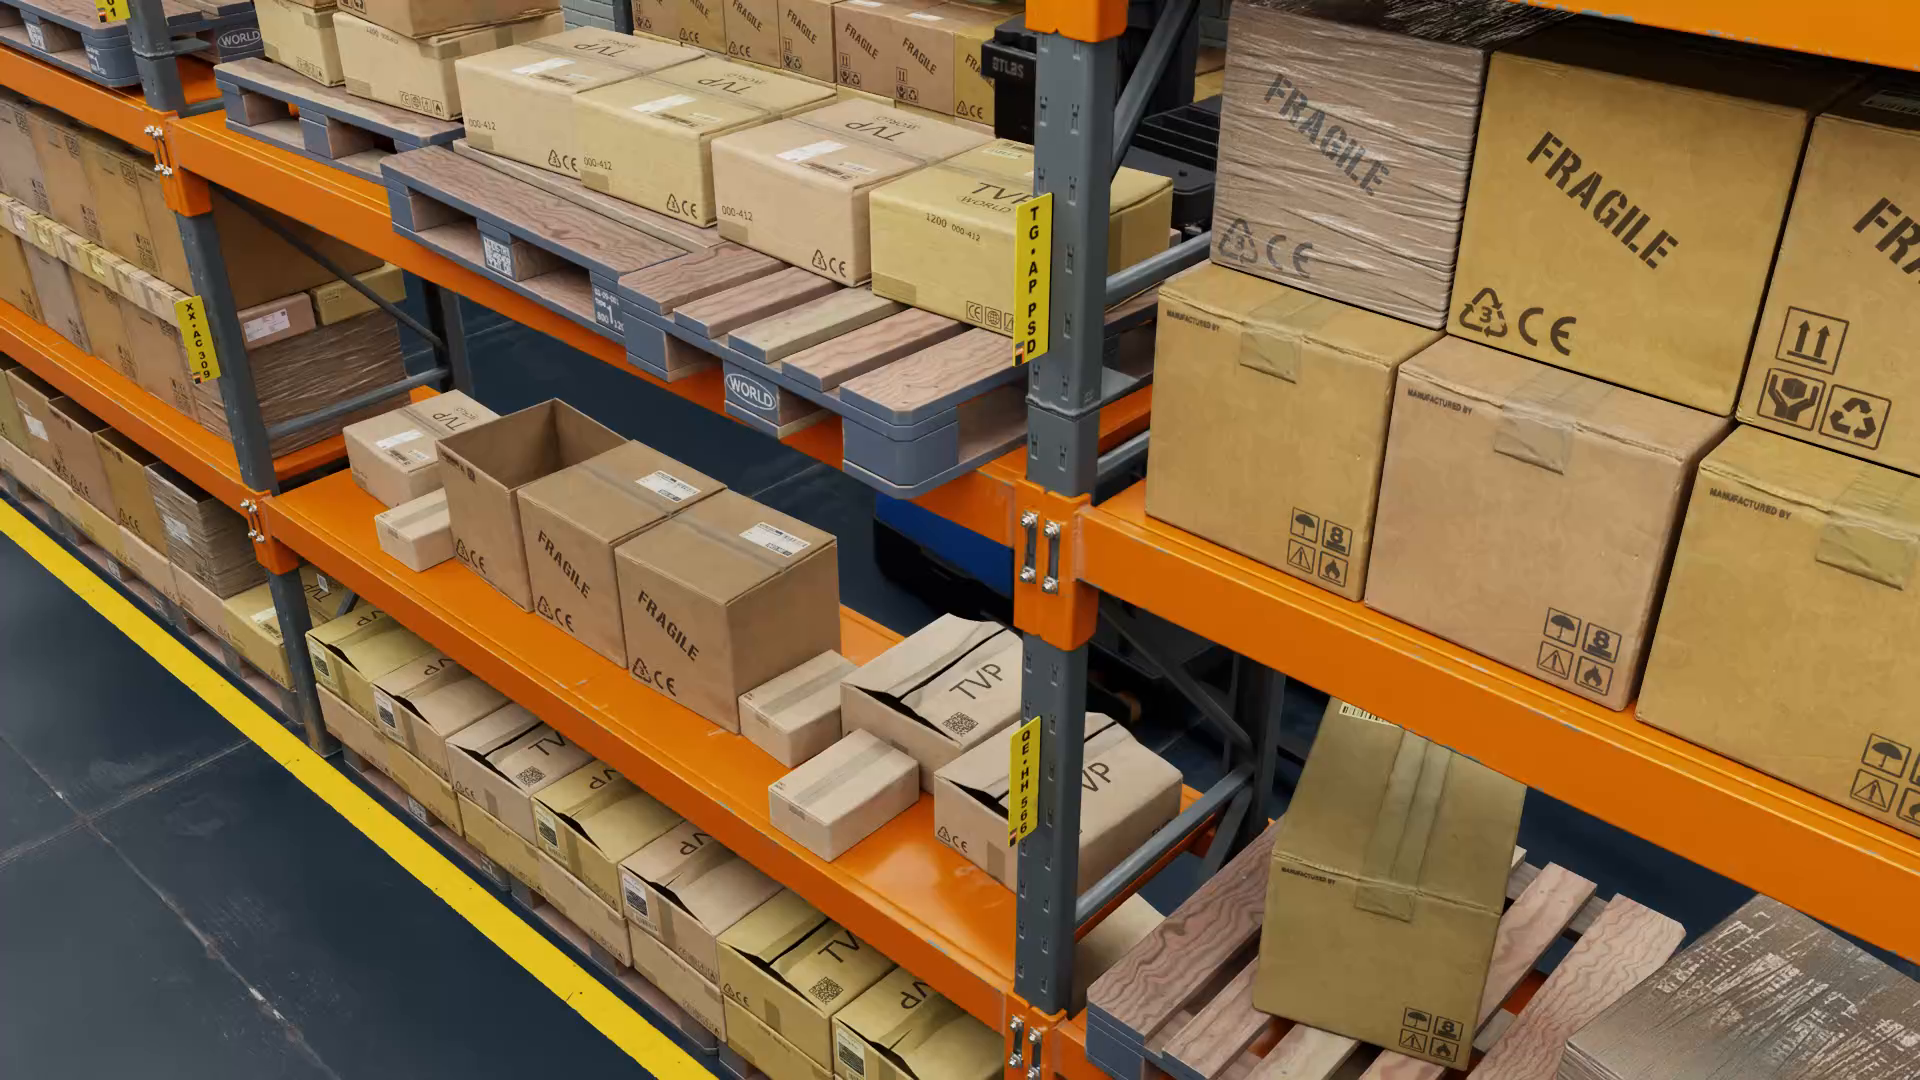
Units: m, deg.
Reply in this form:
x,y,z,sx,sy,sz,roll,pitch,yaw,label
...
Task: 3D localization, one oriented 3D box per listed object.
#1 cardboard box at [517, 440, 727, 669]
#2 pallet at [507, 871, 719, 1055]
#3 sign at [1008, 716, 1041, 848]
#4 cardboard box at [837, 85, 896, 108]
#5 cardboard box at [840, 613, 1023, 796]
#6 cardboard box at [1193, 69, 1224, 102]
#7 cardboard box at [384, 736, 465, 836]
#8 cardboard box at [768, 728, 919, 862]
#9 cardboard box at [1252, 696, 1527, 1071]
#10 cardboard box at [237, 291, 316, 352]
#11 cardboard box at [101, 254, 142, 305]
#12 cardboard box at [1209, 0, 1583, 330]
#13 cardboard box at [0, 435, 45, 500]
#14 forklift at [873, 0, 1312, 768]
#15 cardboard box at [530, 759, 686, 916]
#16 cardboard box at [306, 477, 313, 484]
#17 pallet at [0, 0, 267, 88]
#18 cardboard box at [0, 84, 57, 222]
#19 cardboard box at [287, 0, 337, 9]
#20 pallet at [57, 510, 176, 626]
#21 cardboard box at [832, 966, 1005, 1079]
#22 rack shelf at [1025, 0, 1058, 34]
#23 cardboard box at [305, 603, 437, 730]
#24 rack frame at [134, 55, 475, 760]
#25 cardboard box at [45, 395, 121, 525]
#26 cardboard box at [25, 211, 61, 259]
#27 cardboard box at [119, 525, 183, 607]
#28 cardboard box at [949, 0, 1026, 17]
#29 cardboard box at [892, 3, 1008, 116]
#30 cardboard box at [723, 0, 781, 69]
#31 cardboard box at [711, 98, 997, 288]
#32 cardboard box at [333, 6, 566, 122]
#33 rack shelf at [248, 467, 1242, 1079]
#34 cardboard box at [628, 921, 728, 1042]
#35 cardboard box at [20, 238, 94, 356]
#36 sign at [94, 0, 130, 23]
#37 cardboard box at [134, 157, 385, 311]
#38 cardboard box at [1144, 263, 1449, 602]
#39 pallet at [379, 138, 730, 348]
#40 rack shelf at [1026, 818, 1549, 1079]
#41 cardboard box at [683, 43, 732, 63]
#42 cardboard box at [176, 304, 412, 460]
x,y,z,sx,sy,sz,roll,pitch,yaw,label
-1.129,0.038,5.682,0.500,0.500,0.500,25,39,35,cardboard box
-0.968,1.310,6.370,1.213,0.211,1.003,25,39,35,pallet
0.146,0.555,3.798,0.005,0.325,0.100,25,39,35,sign
-0.430,-2.779,10.584,0.500,0.250,0.500,25,39,35,cardboard box
-0.017,0.492,5.111,0.500,0.311,0.500,25,39,35,cardboard box
1.636,-2.289,9.120,0.700,0.500,0.500,-25,39,-35,cardboard box
-1.938,0.863,6.667,0.500,0.250,0.500,26,40,36,cardboard box
-0.336,0.739,4.857,0.250,0.149,0.380,25,39,35,cardboard box
1.059,0.789,4.026,0.500,0.500,0.700,12,33,19,cardboard box
-2.795,-0.880,6.578,0.250,0.149,0.380,25,39,35,cardboard box
-3.368,-1.147,7.020,0.250,0.149,0.380,25,39,35,cardboard box
0.836,-0.766,3.139,0.500,0.500,0.500,25,39,35,cardboard box
-4.793,-0.491,8.916,0.500,0.250,0.500,25,39,35,cardboard box
0.913,-0.724,7.110,1.130,2.935,3.031,-25,39,-35,forklift
-1.169,0.981,5.928,0.500,0.311,0.500,26,40,36,cardboard box
-2.959,-0.321,7.906,0.500,0.500,0.500,25,39,35,cardboard box
-3.099,-2.080,6.474,1.213,0.211,1.003,25,39,35,pallet
-3.899,-1.818,7.507,0.500,0.500,0.700,25,39,35,cardboard box
-2.018,-2.041,5.334,0.500,0.500,0.500,26,39,36,cardboard box
-3.920,-0.066,8.655,1.213,0.211,1.003,25,39,35,pallet
-0.037,1.508,5.052,0.500,0.311,0.500,26,40,36,cardboard box
-0.966,-1.946,4.342,4.000,0.370,1.077,25,39,35,rack shelf
-2.310,0.449,6.811,0.500,0.311,0.500,25,39,35,cardboard box
-2.449,-0.547,6.751,0.127,3.000,1.000,25,39,35,rack frame
-4.056,-0.464,8.144,0.500,0.500,0.500,25,39,35,cardboard box
-3.934,-1.411,7.459,0.250,0.149,0.380,27,40,37,cardboard box
-3.684,0.030,8.051,0.500,0.250,0.500,25,39,35,cardboard box
0.283,-3.131,10.442,0.500,0.500,0.500,25,39,35,cardboard box
-0.060,-2.924,10.098,0.500,0.500,0.500,25,39,35,cardboard box
-1.203,-3.456,10.982,0.500,0.500,0.500,24,38,34,cardboard box
-0.258,-0.874,4.123,0.500,0.250,0.500,26,40,36,cardboard box
-1.590,-1.542,5.233,0.500,0.250,0.500,21,37,31,cardboard box
-0.966,0.453,5.786,4.000,0.370,1.077,25,39,35,rack shelf
-0.793,1.394,5.785,0.500,0.250,0.500,26,40,36,cardboard box
-3.928,-1.273,7.860,0.500,0.500,0.700,26,40,36,cardboard box
-2.821,-1.875,5.470,0.005,0.325,0.100,25,39,35,sign
-2.782,-1.297,6.641,0.500,0.500,0.700,25,39,35,cardboard box
0.863,-0.353,3.422,0.500,0.500,0.910,25,39,35,cardboard box
-0.878,-0.954,4.700,1.213,0.211,1.003,27,40,37,pallet
1.999,1.838,3.487,4.000,0.370,1.077,25,39,35,rack shelf
-1.550,-3.307,11.461,0.500,0.250,0.500,24,38,34,cardboard box
-2.782,-0.741,6.976,0.500,0.500,0.700,24,38,34,cardboard box
